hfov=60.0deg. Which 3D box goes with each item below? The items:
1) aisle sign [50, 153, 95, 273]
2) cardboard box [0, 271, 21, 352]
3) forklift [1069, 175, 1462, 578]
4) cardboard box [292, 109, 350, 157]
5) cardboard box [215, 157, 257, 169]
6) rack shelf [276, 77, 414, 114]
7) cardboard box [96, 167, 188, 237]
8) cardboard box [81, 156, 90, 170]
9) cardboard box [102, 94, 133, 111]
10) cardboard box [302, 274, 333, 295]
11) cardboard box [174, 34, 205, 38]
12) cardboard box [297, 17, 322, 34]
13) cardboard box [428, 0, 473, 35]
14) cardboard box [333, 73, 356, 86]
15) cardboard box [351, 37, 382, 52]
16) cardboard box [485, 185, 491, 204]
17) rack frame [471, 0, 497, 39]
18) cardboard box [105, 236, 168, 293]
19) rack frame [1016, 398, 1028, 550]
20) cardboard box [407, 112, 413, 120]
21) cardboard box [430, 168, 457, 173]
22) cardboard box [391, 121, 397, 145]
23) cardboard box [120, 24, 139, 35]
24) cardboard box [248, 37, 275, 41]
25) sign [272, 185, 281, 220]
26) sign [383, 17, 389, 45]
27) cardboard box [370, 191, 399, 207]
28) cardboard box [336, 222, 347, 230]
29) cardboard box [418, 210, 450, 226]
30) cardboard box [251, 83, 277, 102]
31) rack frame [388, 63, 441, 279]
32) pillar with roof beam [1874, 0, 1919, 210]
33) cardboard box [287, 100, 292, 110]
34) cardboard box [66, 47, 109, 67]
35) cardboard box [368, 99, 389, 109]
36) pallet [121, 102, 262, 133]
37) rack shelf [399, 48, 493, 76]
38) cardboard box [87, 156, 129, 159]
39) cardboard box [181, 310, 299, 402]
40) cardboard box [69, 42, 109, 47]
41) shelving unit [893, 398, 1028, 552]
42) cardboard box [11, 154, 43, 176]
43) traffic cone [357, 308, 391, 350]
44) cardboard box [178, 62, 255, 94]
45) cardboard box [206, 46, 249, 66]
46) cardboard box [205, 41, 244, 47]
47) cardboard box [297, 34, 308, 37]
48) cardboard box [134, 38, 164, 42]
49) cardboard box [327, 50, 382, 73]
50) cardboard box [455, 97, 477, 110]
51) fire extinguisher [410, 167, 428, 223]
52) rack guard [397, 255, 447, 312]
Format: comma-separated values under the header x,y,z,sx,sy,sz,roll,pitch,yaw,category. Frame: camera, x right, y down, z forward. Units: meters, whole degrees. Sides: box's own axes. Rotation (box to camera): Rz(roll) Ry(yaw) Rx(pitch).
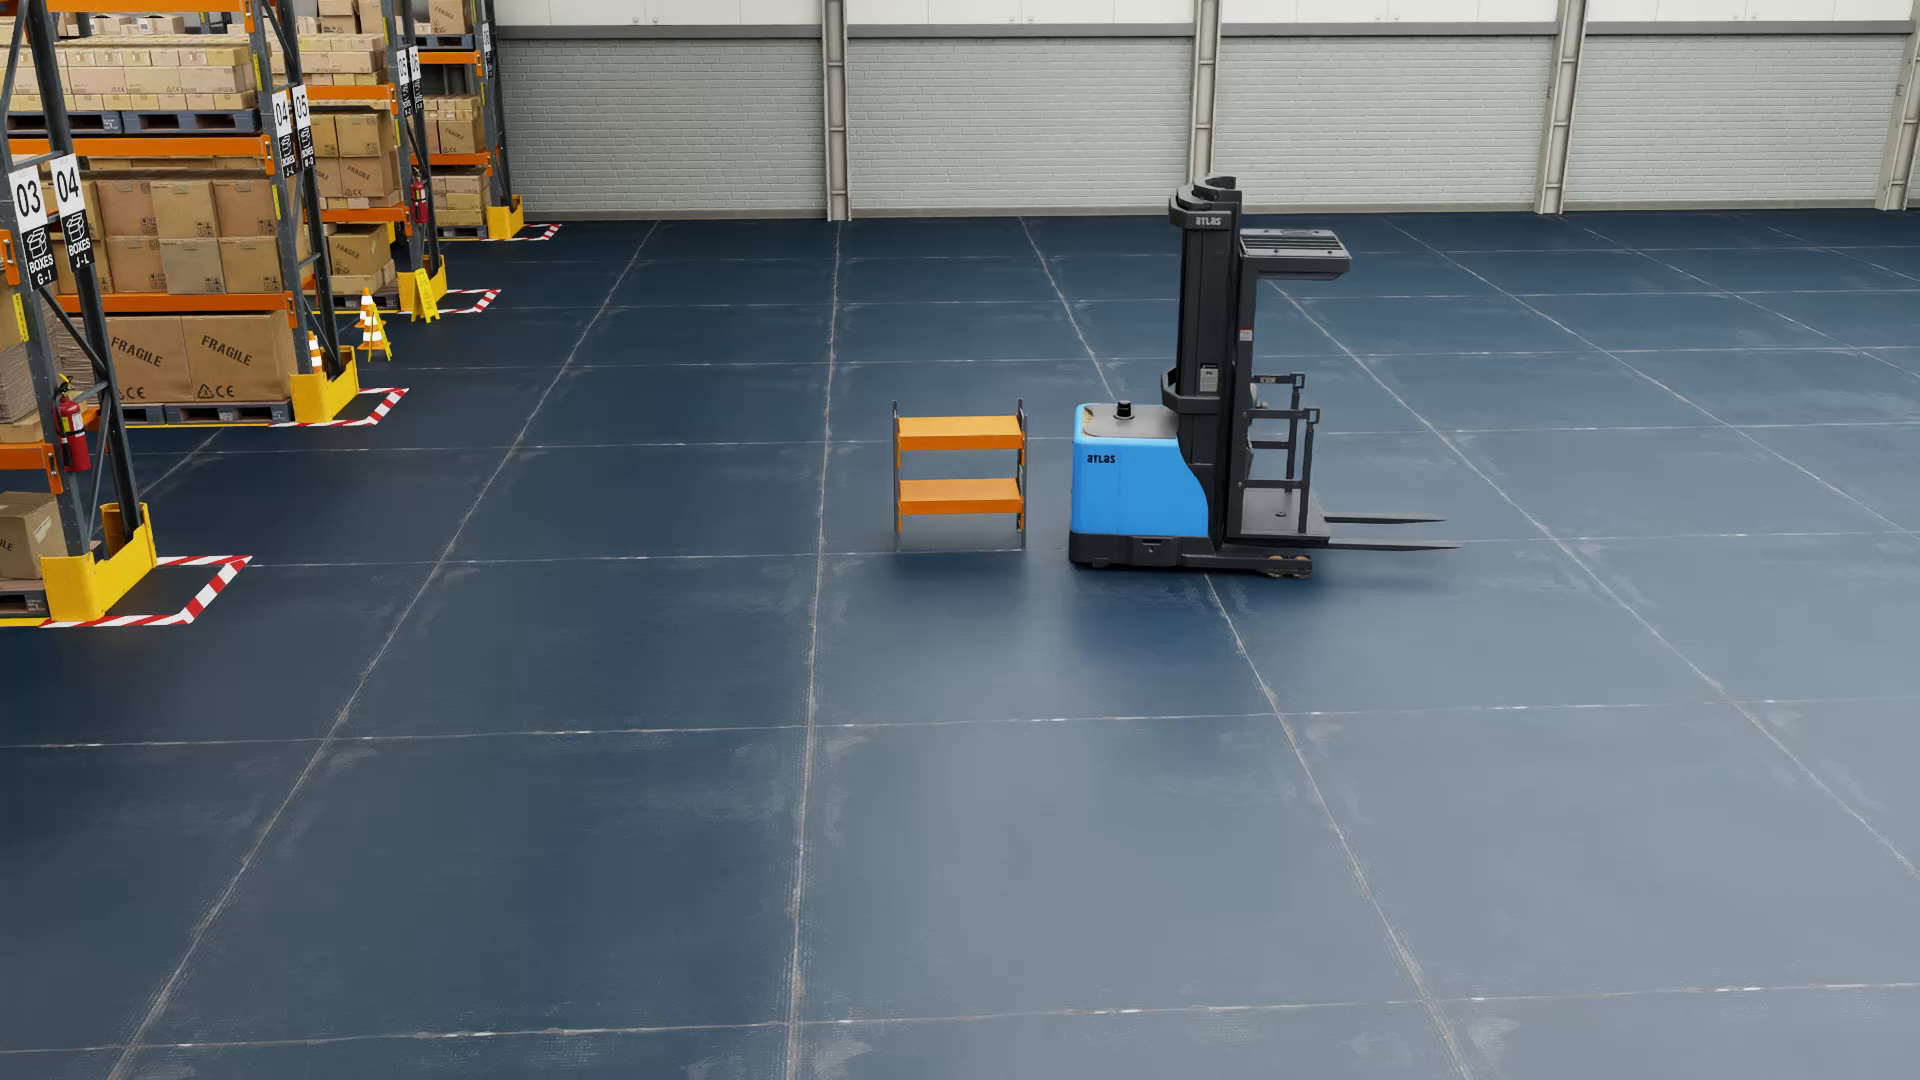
x,y,z,sx,sy,sz,roll,pitch,yaw,category
-6.347,-2.340,11.897,0.004,0.787,0.394,-1,21,-3,aisle sign
-6.927,-1.571,11.568,0.500,0.500,0.500,-1,21,-3,cardboard box
2.398,-1.272,12.842,3.031,2.935,1.130,2,21,4,forklift
-7.961,-5.095,20.823,0.500,0.500,0.700,-1,21,-3,cardboard box
-8.990,-4.593,20.911,0.500,0.500,0.500,-1,21,-2,cardboard box
-8.954,-5.562,20.810,4.000,0.370,1.077,-1,21,-3,rack shelf
-8.057,-3.355,16.489,0.550,0.550,0.875,-1,21,-3,cardboard box
-11.435,-4.930,21.207,0.500,0.500,0.500,-1,21,-2,cardboard box
-7.903,-4.161,15.740,0.250,0.149,0.380,-1,21,-4,cardboard box
-8.267,-3.329,21.423,0.500,0.250,0.500,-1,21,-3,cardboard box
-9.608,-6.224,20.769,0.250,0.149,0.380,-2,21,-4,cardboard box
-9.739,-7.724,24.934,0.258,0.266,0.396,-2,21,-4,cardboard box
-7.672,-7.896,25.059,0.500,0.500,0.500,0,21,-1,cardboard box
-7.544,-5.698,20.510,0.250,0.149,0.380,-1,21,-3,cardboard box
-7.278,-6.083,20.398,0.250,0.149,0.380,-1,21,-3,cardboard box
-7.726,-5.510,26.448,0.500,0.250,0.500,-1,21,-2,cardboard box
-7.244,-9.104,24.887,0.127,3.000,1.000,-1,21,-3,rack frame
-8.056,-2.842,16.659,0.550,0.550,0.875,-1,21,-3,cardboard box
0.501,-0.536,13.448,0.032,1.125,0.500,-1,21,-3,rack frame
-8.339,-6.544,25.540,0.250,0.149,0.380,-1,21,-3,cardboard box
-8.234,-5.725,26.311,0.500,0.250,0.500,-1,21,-3,cardboard box
-8.751,-6.226,25.618,0.500,0.500,0.500,-2,21,-4,cardboard box
-12.318,-7.616,24.817,0.250,0.149,0.380,-1,21,-3,cardboard box
-8.555,-6.094,20.428,0.250,0.149,0.380,-2,21,-5,cardboard box
-6.557,-3.240,15.955,0.005,0.325,0.100,-1,21,-3,sign
-6.946,-6.155,20.113,0.005,0.325,0.100,-1,21,-3,sign
-7.318,-4.336,21.148,0.250,0.149,0.380,0,21,-1,cardboard box
-8.324,-3.868,21.785,0.500,0.500,0.500,-2,21,-5,cardboard box
-8.192,-5.083,26.031,0.500,0.250,0.500,-1,21,-3,cardboard box
-6.934,-4.415,16.409,0.250,0.149,0.380,-1,21,-3,cardboard box
-6.957,-4.537,21.323,0.127,3.000,1.000,-1,21,-3,rack frame
16.216,-8.368,22.954,0.400,9.000,9.100,-1,21,-3,pillar with roof beam
-10.130,-6.624,25.333,0.250,0.149,0.380,-1,21,-2,cardboard box
-8.160,-4.528,15.584,0.250,0.149,0.380,-1,21,-4,cardboard box
-8.858,-6.646,25.390,0.250,0.149,0.380,-1,21,-2,cardboard box
-7.314,-4.123,16.142,1.213,0.211,1.003,-1,21,-3,pallet
-9.241,-7.326,25.442,4.000,0.370,1.077,-1,21,-3,rack shelf
-10.499,-5.041,20.682,0.500,0.500,0.700,-1,21,-4,cardboard box
-7.247,-1.947,16.915,0.875,0.875,0.875,-1,21,-3,cardboard box
-8.450,-4.757,16.185,0.250,0.149,0.380,-1,21,-2,cardboard box
-0.007,-0.526,13.420,1.048,1.125,0.538,-1,21,-3,shelving unit
-6.680,-2.612,11.700,0.250,0.149,0.380,-1,21,-3,cardboard box
-6.910,-2.497,19.530,0.334,0.463,0.336,-1,21,-3,traffic cone
-7.047,-4.386,15.770,0.500,0.250,0.500,-1,21,-2,cardboard box
-6.891,-4.554,15.652,0.250,0.149,0.380,-1,21,-3,cardboard box
-7.176,-4.783,16.253,0.250,0.149,0.380,-1,21,-3,cardboard box
-8.324,-6.248,20.833,0.250,0.149,0.380,-1,21,-3,cardboard box
-9.832,-6.017,20.227,0.250,0.149,0.380,-1,21,-3,cardboard box
-7.453,-5.902,20.484,0.500,0.250,0.500,-1,21,-4,cardboard box
-7.590,-6.707,25.552,0.250,0.149,0.380,-1,21,-3,cardboard box
-6.817,-4.340,20.913,0.183,0.674,0.296,-1,21,-3,fire extinguisher
-7.033,-3.368,21.764,0.348,0.500,1.175,-1,21,-3,rack guard
